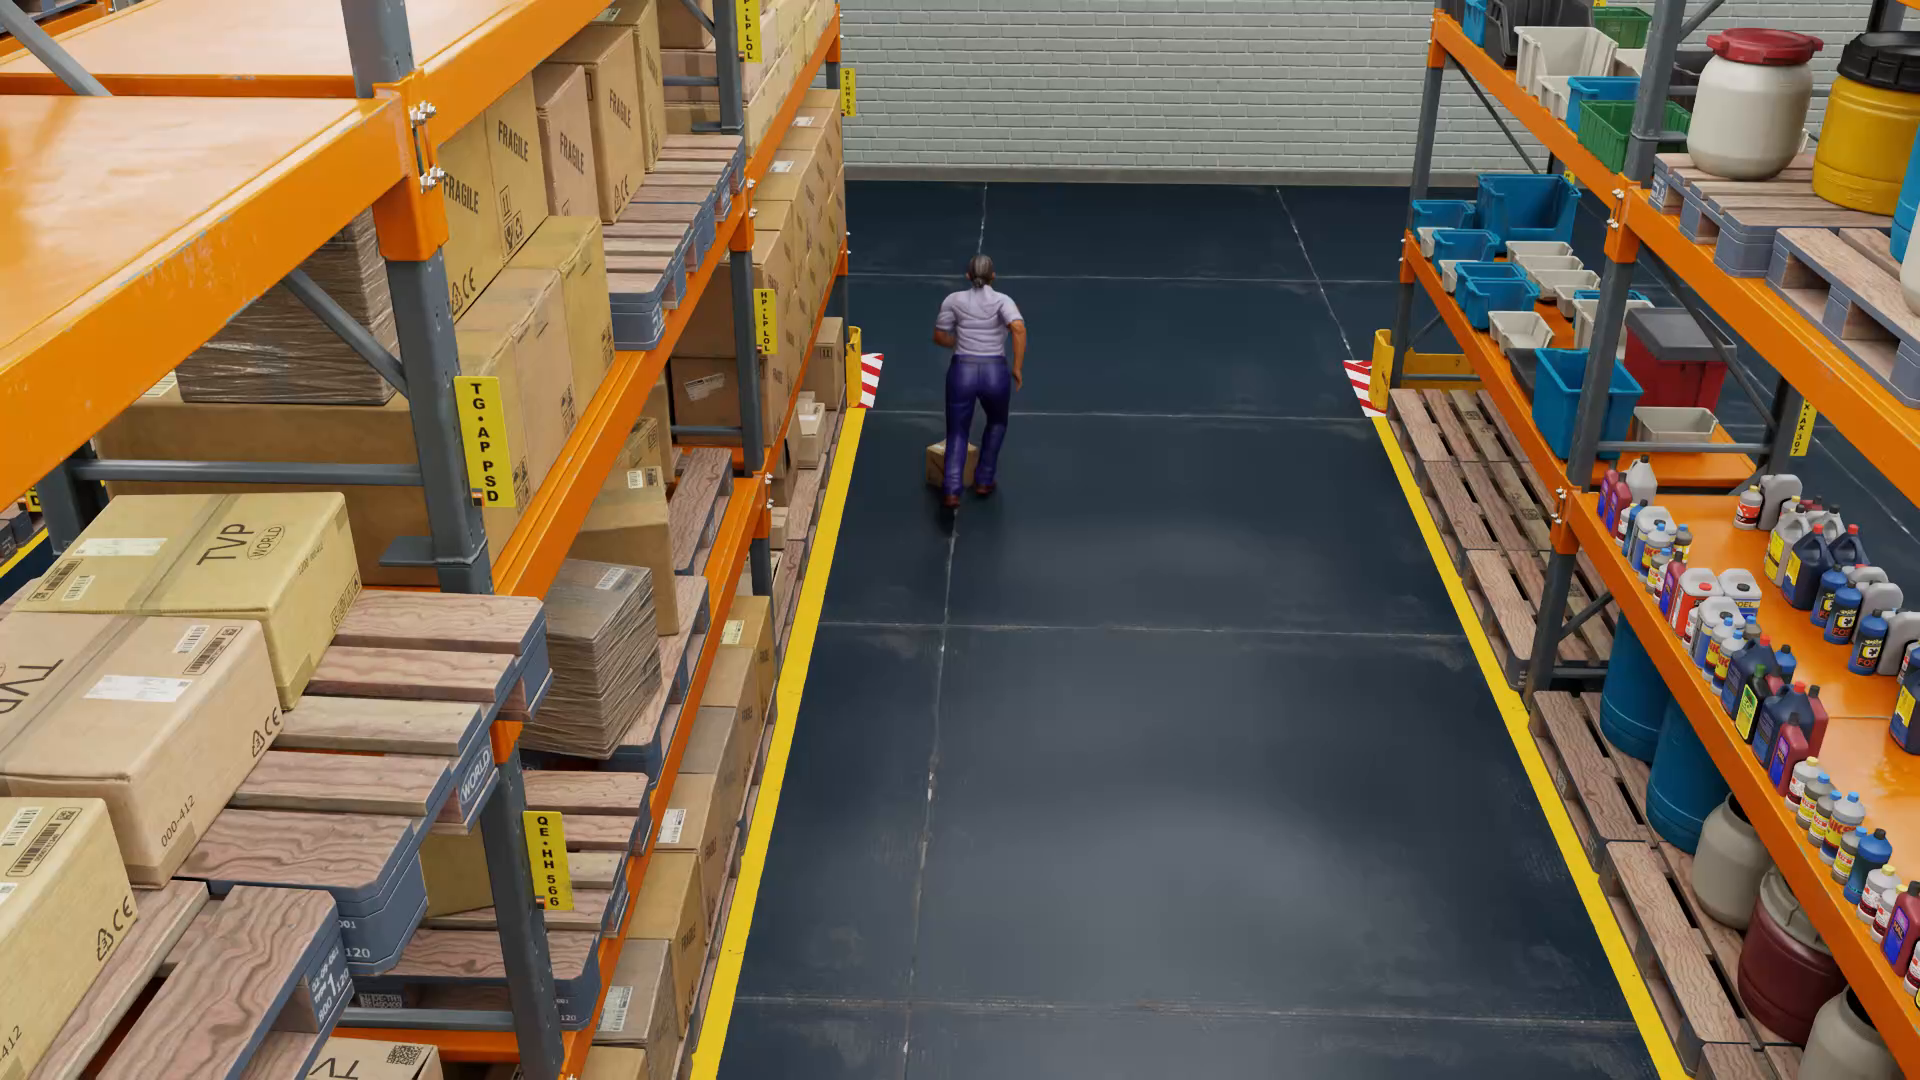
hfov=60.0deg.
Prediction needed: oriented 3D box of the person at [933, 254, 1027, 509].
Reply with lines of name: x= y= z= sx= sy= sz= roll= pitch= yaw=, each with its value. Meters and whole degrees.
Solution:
person: x=0.118 y=-0.960 z=10.522 sx=0.595 sy=1.583 sz=0.891 roll=1 pitch=28 yaw=2
